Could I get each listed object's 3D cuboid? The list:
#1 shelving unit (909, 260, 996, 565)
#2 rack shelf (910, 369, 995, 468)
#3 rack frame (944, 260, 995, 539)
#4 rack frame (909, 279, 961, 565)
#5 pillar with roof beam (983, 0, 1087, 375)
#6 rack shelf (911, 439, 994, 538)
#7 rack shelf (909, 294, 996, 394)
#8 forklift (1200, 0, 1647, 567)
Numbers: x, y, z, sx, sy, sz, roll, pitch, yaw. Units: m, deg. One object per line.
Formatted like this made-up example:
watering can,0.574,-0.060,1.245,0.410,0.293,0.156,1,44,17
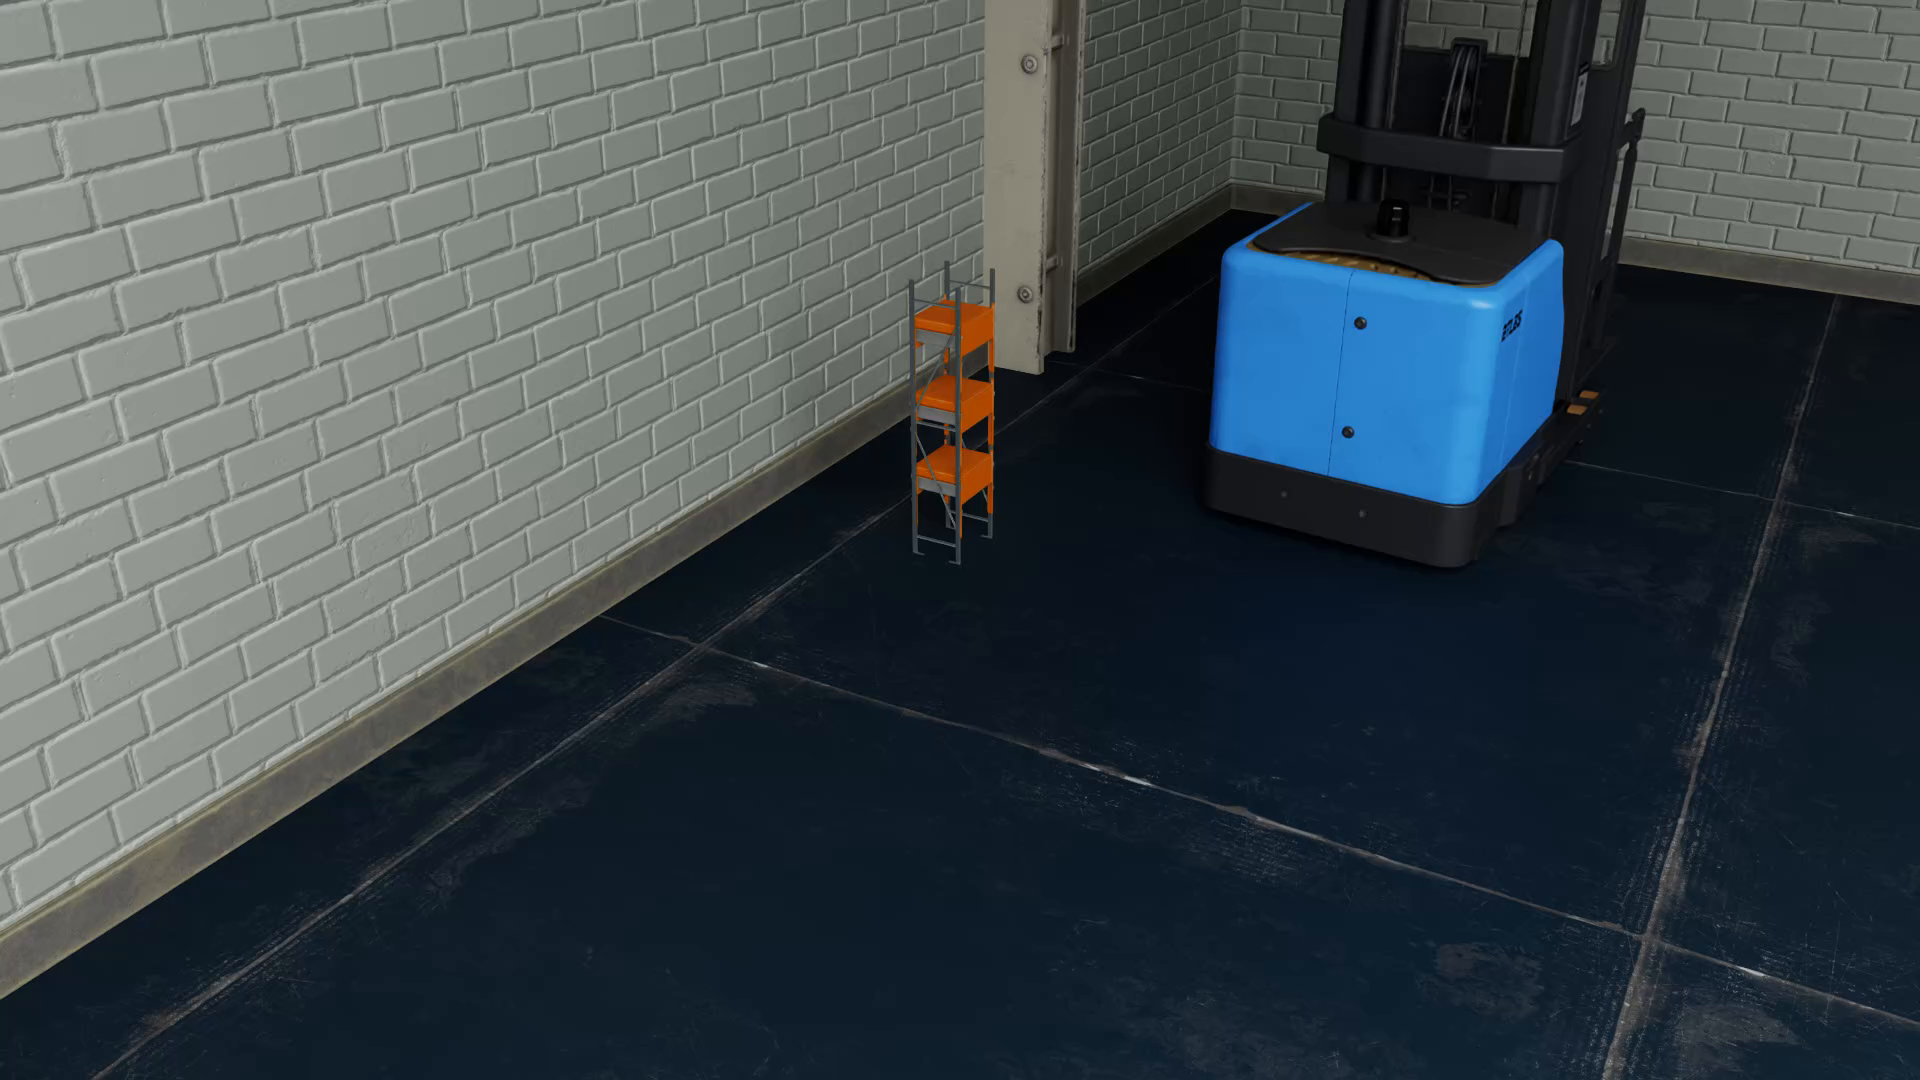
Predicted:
shelving unit,-0.026,-0.449,5.973,0.215,1.050,0.252,14,30,26
rack shelf,-0.026,-0.439,5.978,0.215,0.259,0.240,14,30,26
rack frame,0.034,-0.496,6.068,0.200,1.050,0.008,14,30,26
rack frame,-0.086,-0.401,5.878,0.200,1.050,0.008,14,30,26
pillar with roof beam,4.081,-3.961,4.110,9.100,9.000,0.400,14,30,26
rack shelf,-0.026,-0.191,6.102,0.215,0.259,0.240,14,30,26
rack shelf,-0.026,-0.693,5.851,0.215,0.259,0.240,14,30,26
forklift,2.150,-1.826,6.623,1.130,2.935,3.031,16,31,29
